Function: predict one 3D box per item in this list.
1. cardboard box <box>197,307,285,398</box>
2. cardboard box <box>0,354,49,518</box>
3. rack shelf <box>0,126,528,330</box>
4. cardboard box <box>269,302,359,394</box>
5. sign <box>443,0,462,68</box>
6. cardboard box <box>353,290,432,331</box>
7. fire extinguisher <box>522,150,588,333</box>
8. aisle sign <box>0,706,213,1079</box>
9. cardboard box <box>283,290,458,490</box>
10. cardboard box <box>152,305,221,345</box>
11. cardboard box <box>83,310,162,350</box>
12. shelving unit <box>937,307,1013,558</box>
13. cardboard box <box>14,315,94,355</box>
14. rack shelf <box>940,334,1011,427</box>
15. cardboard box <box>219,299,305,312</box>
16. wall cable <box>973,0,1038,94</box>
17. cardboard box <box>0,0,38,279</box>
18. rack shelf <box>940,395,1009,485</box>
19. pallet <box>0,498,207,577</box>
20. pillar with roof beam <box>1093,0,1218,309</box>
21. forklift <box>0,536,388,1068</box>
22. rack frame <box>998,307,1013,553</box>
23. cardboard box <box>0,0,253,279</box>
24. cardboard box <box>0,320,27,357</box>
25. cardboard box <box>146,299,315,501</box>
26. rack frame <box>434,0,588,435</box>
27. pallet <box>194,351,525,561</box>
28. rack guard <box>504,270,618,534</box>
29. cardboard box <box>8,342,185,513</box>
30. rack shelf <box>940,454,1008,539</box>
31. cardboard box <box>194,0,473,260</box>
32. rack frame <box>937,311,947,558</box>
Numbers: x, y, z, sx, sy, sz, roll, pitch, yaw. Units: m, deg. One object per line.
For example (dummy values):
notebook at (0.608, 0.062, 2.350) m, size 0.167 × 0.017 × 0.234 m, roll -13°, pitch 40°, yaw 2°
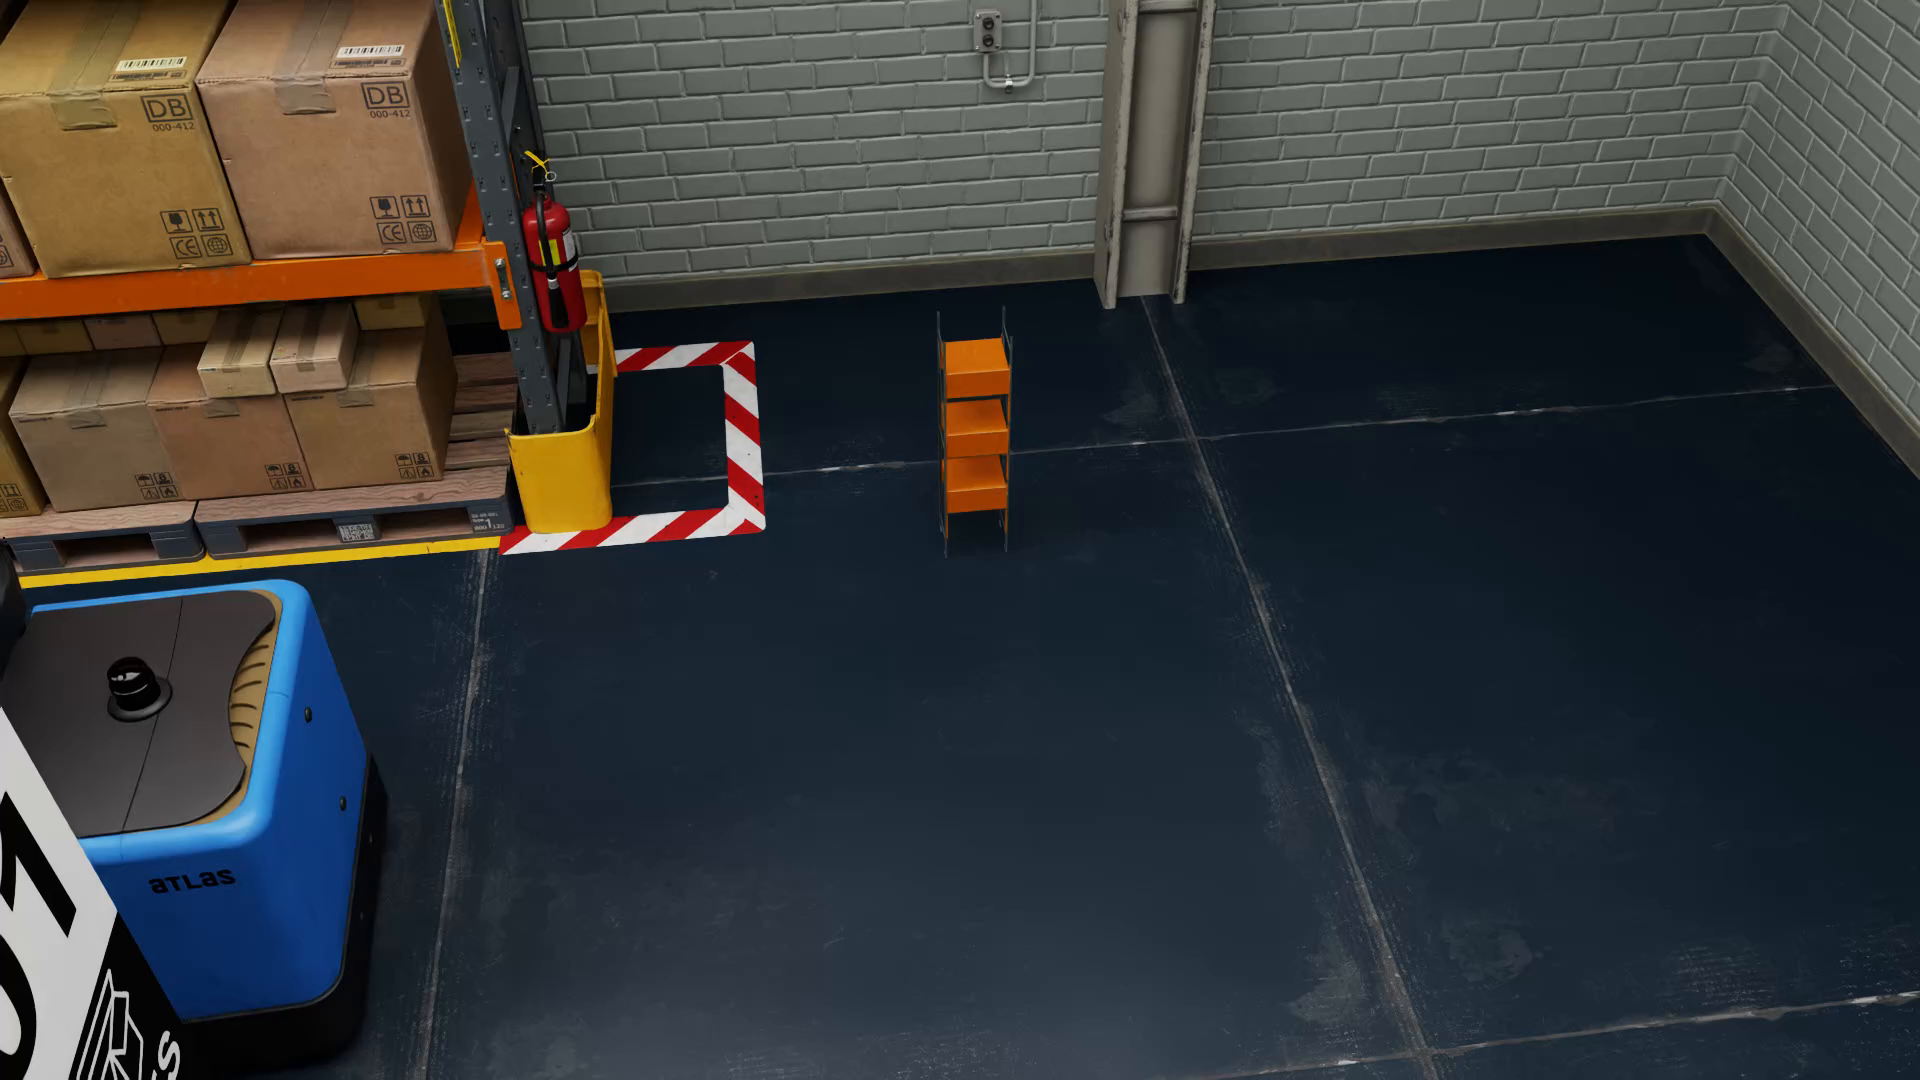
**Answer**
cardboard box at (-2.734, -0.720, 6.377) m, size 0.250 × 0.149 × 0.380 m, roll -4°, pitch 42°, yaw -4°
cardboard box at (-3.900, -0.495, 6.612) m, size 0.500 × 0.500 × 0.700 m, roll -4°, pitch 42°, yaw -5°
rack shelf at (-3.679, -1.093, 6.259) m, size 4.000 × 0.370 × 1.077 m, roll -5°, pitch 42°, yaw -6°
cardboard box at (-2.481, -0.743, 6.402) m, size 0.250 × 0.149 × 0.380 m, roll -5°, pitch 42°, yaw -6°
sign at (-1.639, -1.690, 5.342) m, size 0.005 × 0.325 × 0.100 m, roll -5°, pitch 42°, yaw -6°
cardboard box at (-2.279, -1.018, 6.708) m, size 0.250 × 0.149 × 0.380 m, roll -5°, pitch 42°, yaw -5°
fire extinguisher at (-1.487, -1.073, 6.036) m, size 0.183 × 0.674 × 0.296 m, roll -5°, pitch 42°, yaw -6°
aisle sign at (-1.021, 0.590, 1.916) m, size 0.004 × 0.787 × 0.394 m, roll -5°, pitch 42°, yaw -6°
cardboard box at (-2.377, -0.634, 6.766) m, size 0.500 × 0.500 × 0.700 m, roll -5°, pitch 42°, yaw -6°
cardboard box at (-3.030, -0.953, 6.635) m, size 0.250 × 0.149 × 0.380 m, roll -5°, pitch 42°, yaw -5°
cardboard box at (-3.282, -0.930, 6.610) m, size 0.250 × 0.149 × 0.380 m, roll -4°, pitch 42°, yaw -5°
shelving unit at (0.053, -0.394, 6.404) m, size 0.252 × 1.050 × 0.215 m, roll -5°, pitch 42°, yaw -6°
cardboard box at (-3.536, -0.907, 6.585) m, size 0.250 × 0.149 × 0.380 m, roll -5°, pitch 42°, yaw -5°
rack shelf at (0.053, -0.597, 6.221) m, size 0.240 × 0.259 × 0.215 m, roll -5°, pitch 42°, yaw -6°
cardboard box at (-2.781, -0.974, 6.659) m, size 0.250 × 0.149 × 0.380 m, roll -5°, pitch 42°, yaw -5°
wall cable at (-0.549, -2.650, 6.690) m, size 1.851 × 1.984 × 0.084 m, roll -5°, pitch 42°, yaw -6°
cardboard box at (-3.678, -1.463, 5.909) m, size 0.700 × 0.700 × 0.980 m, roll -7°, pitch 43°, yaw -8°
rack shelf at (0.053, -0.387, 6.411) m, size 0.240 × 0.259 × 0.215 m, roll -5°, pitch 42°, yaw -6°
pallet at (-3.686, -0.273, 6.895) m, size 1.213 × 0.211 × 1.003 m, roll -5°, pitch 42°, yaw -6°
pillar with roof beam at (1.427, -1.711, 1.928) m, size 0.400 × 9.000 × 9.100 m, roll -5°, pitch 42°, yaw -6°
forklift at (-3.372, 0.298, 4.231) m, size 3.031 × 2.935 × 1.130 m, roll -6°, pitch 42°, yaw -7°
rack frame at (0.174, -0.405, 6.415) m, size 0.008 × 1.050 × 0.200 m, roll -5°, pitch 42°, yaw -6°
cardboard box at (-2.920, -1.523, 5.975) m, size 0.700 × 0.700 × 0.980 m, roll -5°, pitch 42°, yaw -6°
cardboard box at (-3.787, -0.886, 6.561) m, size 0.250 × 0.149 × 0.380 m, roll -6°, pitch 42°, yaw -6°
cardboard box at (-2.873, -0.590, 6.718) m, size 0.500 × 0.500 × 0.700 m, roll -5°, pitch 42°, yaw -6°
rack frame at (-1.696, -1.533, 6.210) m, size 0.127 × 3.000 × 1.000 m, roll -5°, pitch 42°, yaw -6°
pallet at (-2.479, -0.376, 7.010) m, size 1.213 × 0.211 × 1.003 m, roll -5°, pitch 42°, yaw -6°
rack guard at (-1.672, -0.607, 7.050) m, size 0.348 × 0.500 × 1.175 m, roll -5°, pitch 42°, yaw -6°
cardboard box at (-3.372, -0.546, 6.669) m, size 0.500 × 0.500 × 0.700 m, roll -6°, pitch 42°, yaw -7°
rack shelf at (0.053, -0.180, 6.597) m, size 0.240 × 0.259 × 0.215 m, roll -5°, pitch 42°, yaw -6°
cardboard box at (-2.200, -1.594, 6.054) m, size 0.700 × 0.700 × 0.980 m, roll -3°, pitch 42°, yaw -4°
rack frame at (-0.068, -0.384, 6.392) m, size 0.008 × 1.050 × 0.200 m, roll -5°, pitch 42°, yaw -6°
